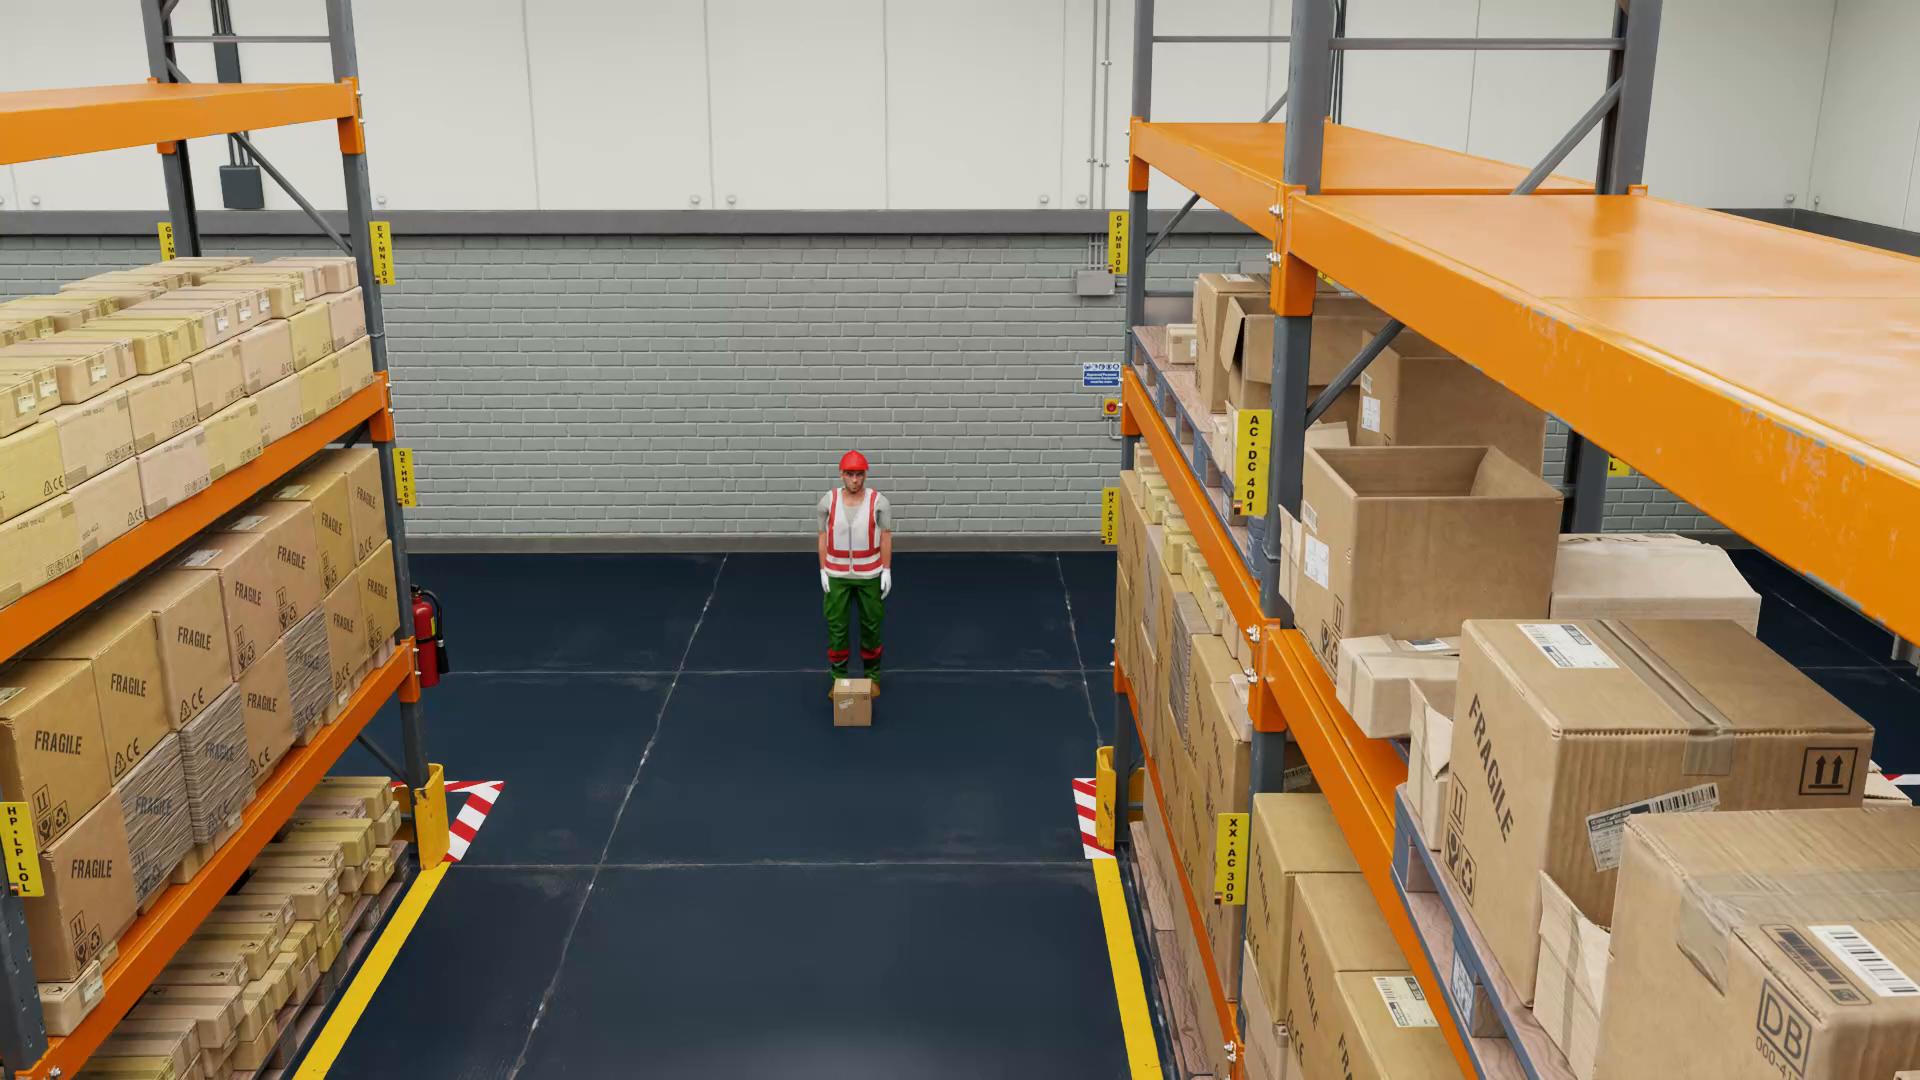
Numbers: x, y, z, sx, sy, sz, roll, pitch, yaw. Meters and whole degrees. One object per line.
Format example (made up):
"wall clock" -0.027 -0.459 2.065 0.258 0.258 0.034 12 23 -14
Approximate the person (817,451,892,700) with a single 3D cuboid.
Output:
"person" -0.738 0.256 11.691 0.523 1.803 0.354 0 17 0
